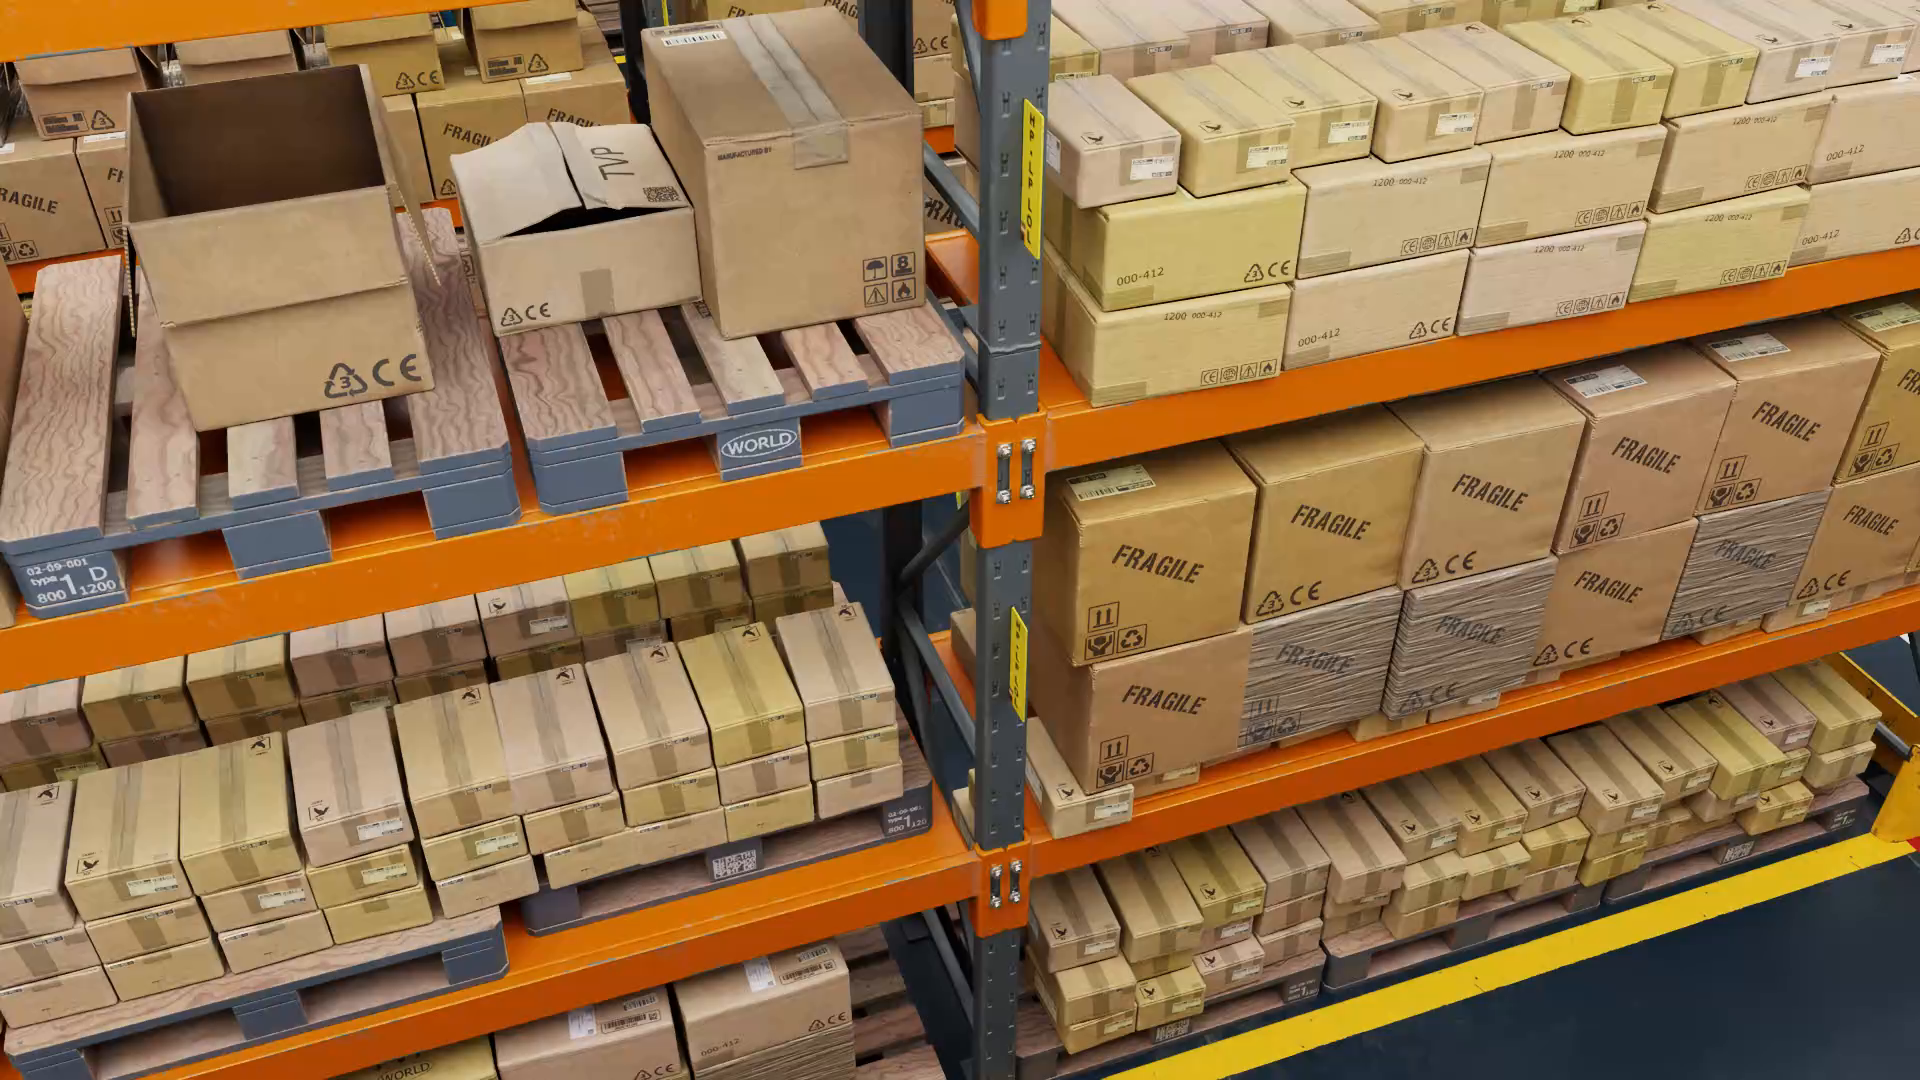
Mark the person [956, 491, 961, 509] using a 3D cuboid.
[{"bbox_3d":[0.244,-0.097,6.876,0.576,1.766,0.666,-8,38,-10],"label":"person"}]
